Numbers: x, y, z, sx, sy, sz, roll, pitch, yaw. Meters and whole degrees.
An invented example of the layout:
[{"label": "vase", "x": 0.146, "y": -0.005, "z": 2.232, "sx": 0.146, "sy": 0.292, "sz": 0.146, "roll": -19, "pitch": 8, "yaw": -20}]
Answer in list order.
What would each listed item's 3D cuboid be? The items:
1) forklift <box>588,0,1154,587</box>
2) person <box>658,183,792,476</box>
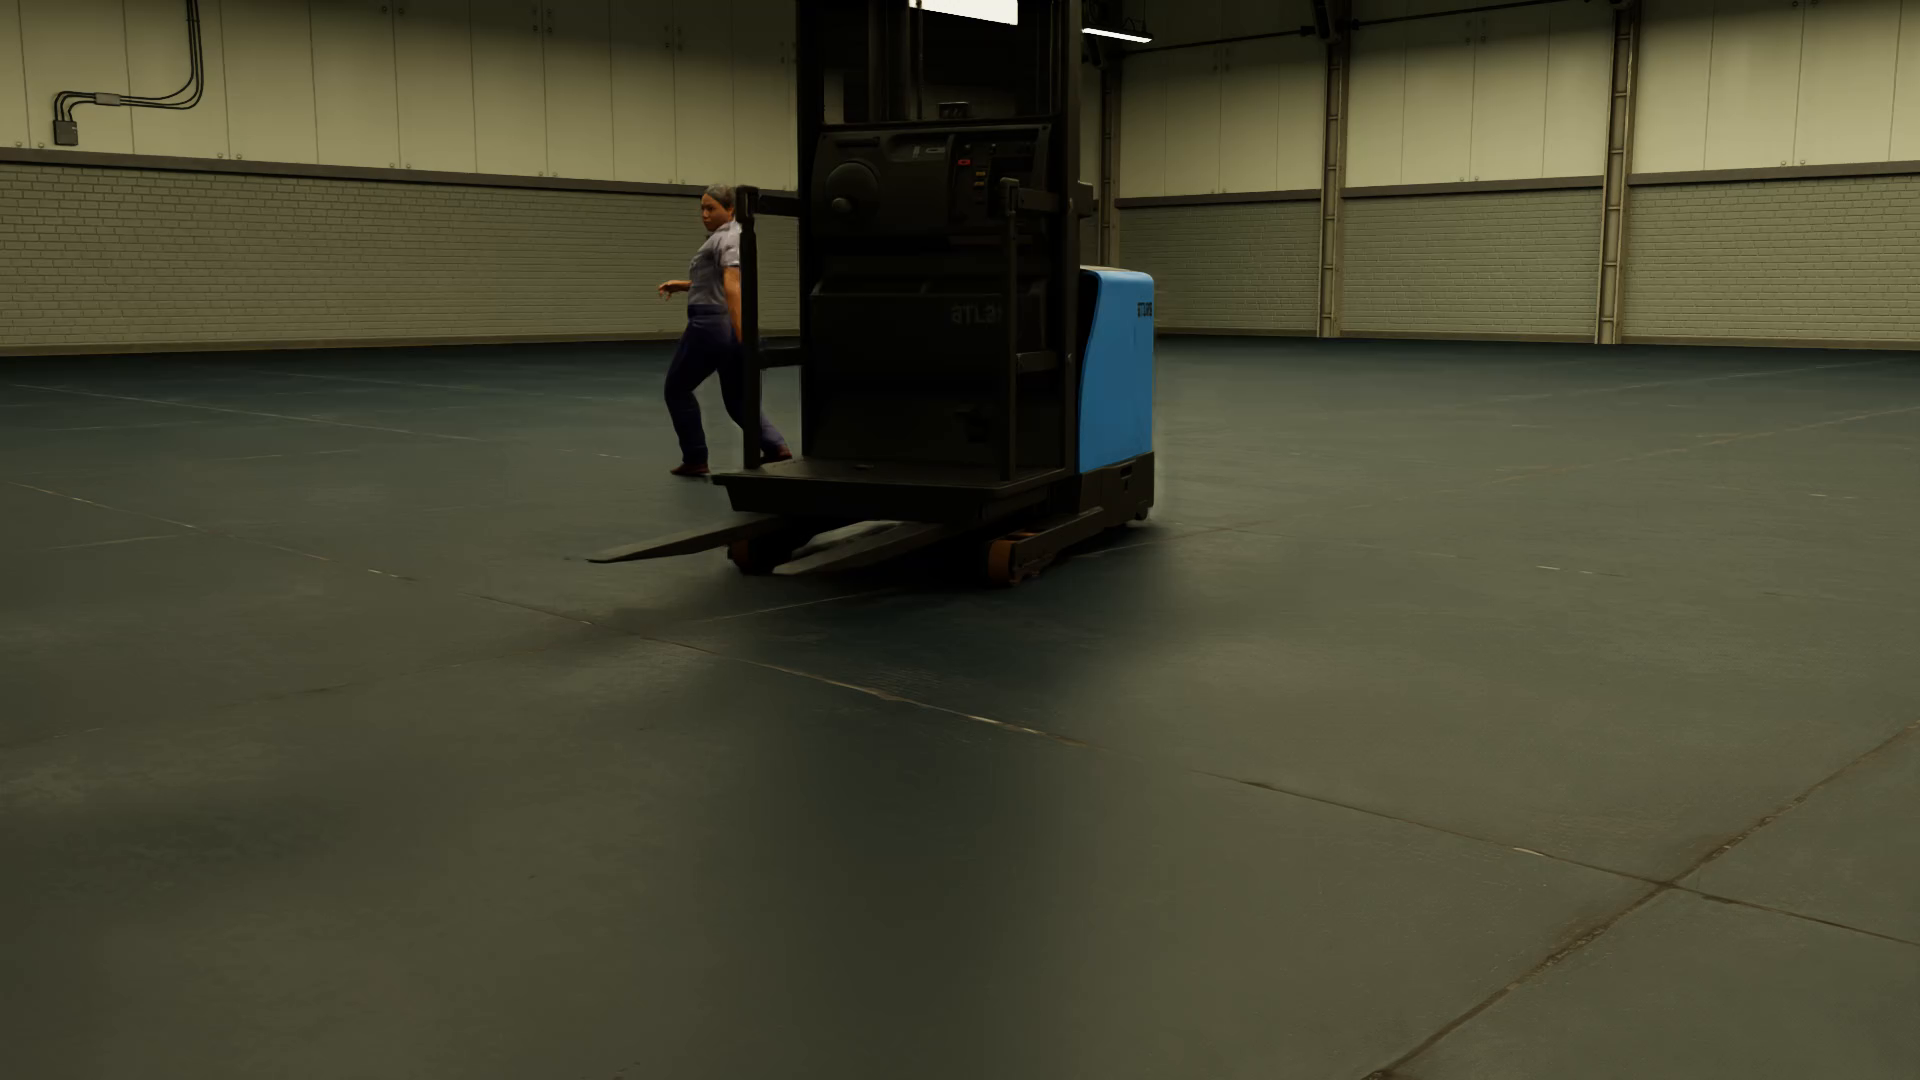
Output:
[{"label": "forklift", "x": -0.194, "y": -1.360, "z": 5.904, "sx": 1.130, "sy": 2.935, "sz": 3.031, "roll": 4, "pitch": 9, "yaw": 22}, {"label": "person", "x": -1.263, "y": -1.093, "z": 8.832, "sx": 0.817, "sy": 1.571, "sz": 0.521, "roll": 6, "pitch": 10, "yaw": 34}]
